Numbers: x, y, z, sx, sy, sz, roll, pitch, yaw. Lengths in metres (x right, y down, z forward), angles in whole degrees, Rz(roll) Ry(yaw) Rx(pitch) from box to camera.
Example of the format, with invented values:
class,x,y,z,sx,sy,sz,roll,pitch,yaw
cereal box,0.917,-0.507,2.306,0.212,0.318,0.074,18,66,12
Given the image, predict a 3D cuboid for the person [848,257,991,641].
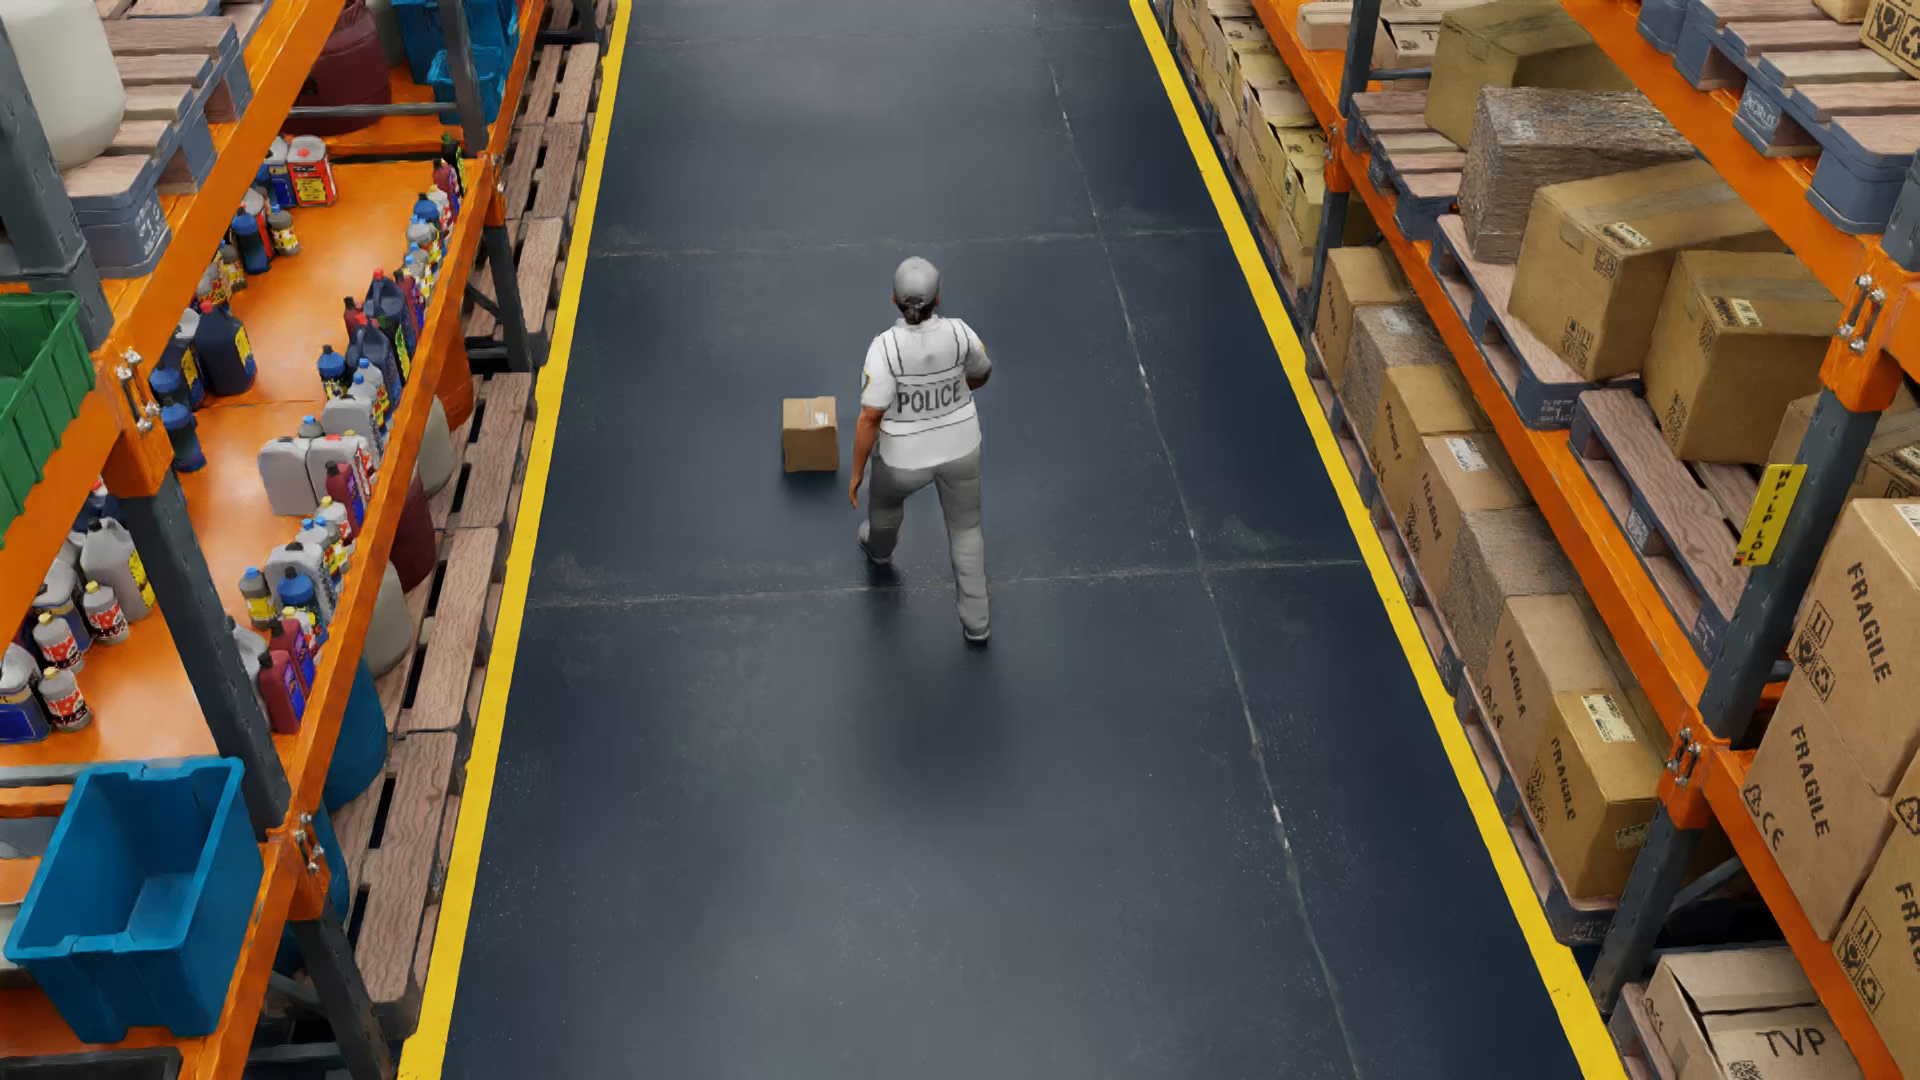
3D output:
class,x,y,z,sx,sy,sz,roll,pitch,yaw
person,-0.191,-0.428,6.680,0.655,1.628,0.909,-12,41,-15
